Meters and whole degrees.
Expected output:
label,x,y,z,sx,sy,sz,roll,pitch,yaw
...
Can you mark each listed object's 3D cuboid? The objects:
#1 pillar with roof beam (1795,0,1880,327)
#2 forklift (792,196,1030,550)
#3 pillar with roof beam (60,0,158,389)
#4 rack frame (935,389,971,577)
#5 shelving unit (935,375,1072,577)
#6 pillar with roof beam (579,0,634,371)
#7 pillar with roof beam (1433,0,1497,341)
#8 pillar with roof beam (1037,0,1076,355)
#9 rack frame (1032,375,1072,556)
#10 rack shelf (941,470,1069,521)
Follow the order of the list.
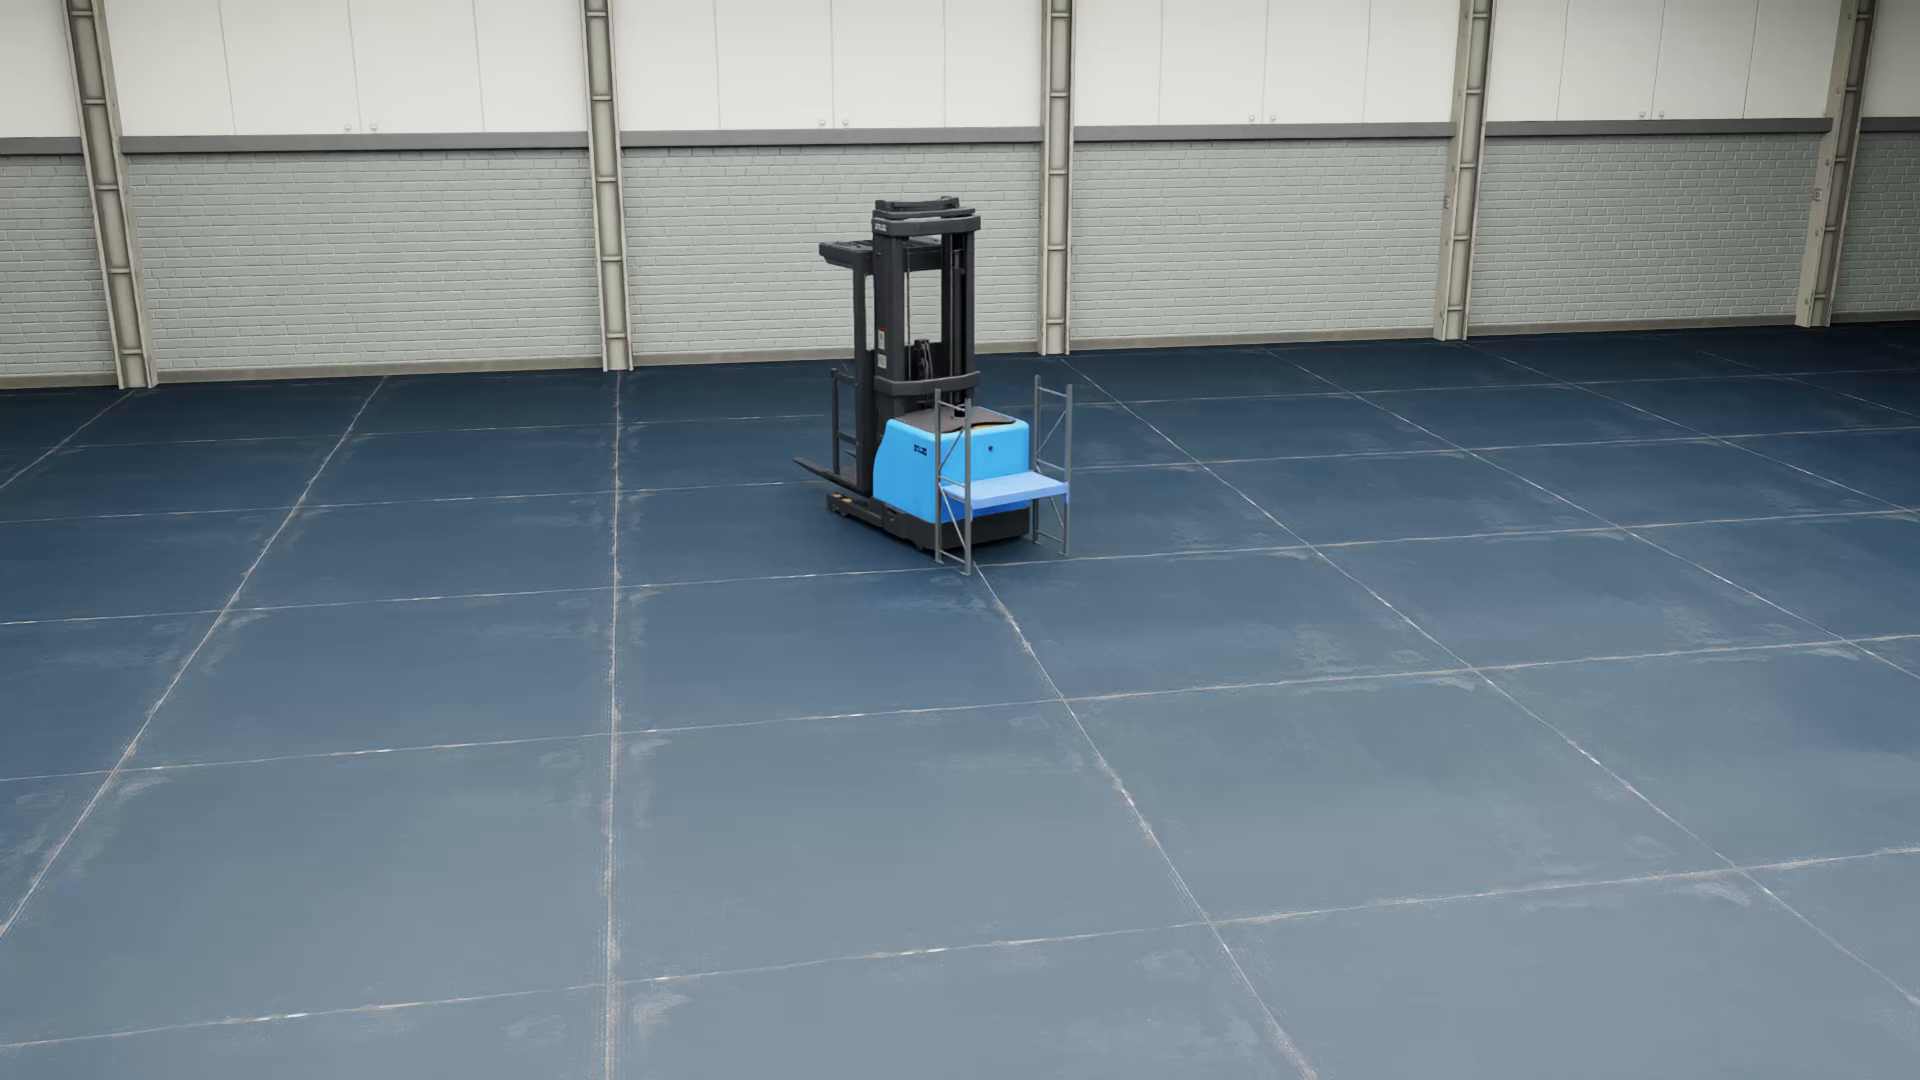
label,x,y,z,sx,sy,sz,roll,pitch,yaw
pillar with roof beam,13.909,-6.363,20.201,0.400,9.000,9.100,-3,17,-10
forklift,-0.597,-1.689,15.318,1.130,2.935,3.031,-11,20,-31
pillar with roof beam,-9.656,-5.026,15.849,0.400,9.000,9.100,-3,17,-10
rack frame,-0.060,-0.476,13.806,0.032,1.500,0.500,-11,20,-31
shelving unit,0.366,-0.557,14.071,1.048,1.500,0.538,-11,20,-31
pillar with roof beam,-3.765,-5.360,16.937,0.400,9.000,9.100,-3,17,-10
pillar with roof beam,8.017,-6.029,19.113,0.400,9.000,9.100,-3,17,-10
pillar with roof beam,2.126,-5.694,18.025,0.400,9.000,9.100,-3,17,-10
rack frame,0.792,-0.639,14.337,0.032,1.500,0.500,-11,20,-31
rack shelf,0.366,-0.385,14.124,1.000,0.185,0.538,-11,20,-31
